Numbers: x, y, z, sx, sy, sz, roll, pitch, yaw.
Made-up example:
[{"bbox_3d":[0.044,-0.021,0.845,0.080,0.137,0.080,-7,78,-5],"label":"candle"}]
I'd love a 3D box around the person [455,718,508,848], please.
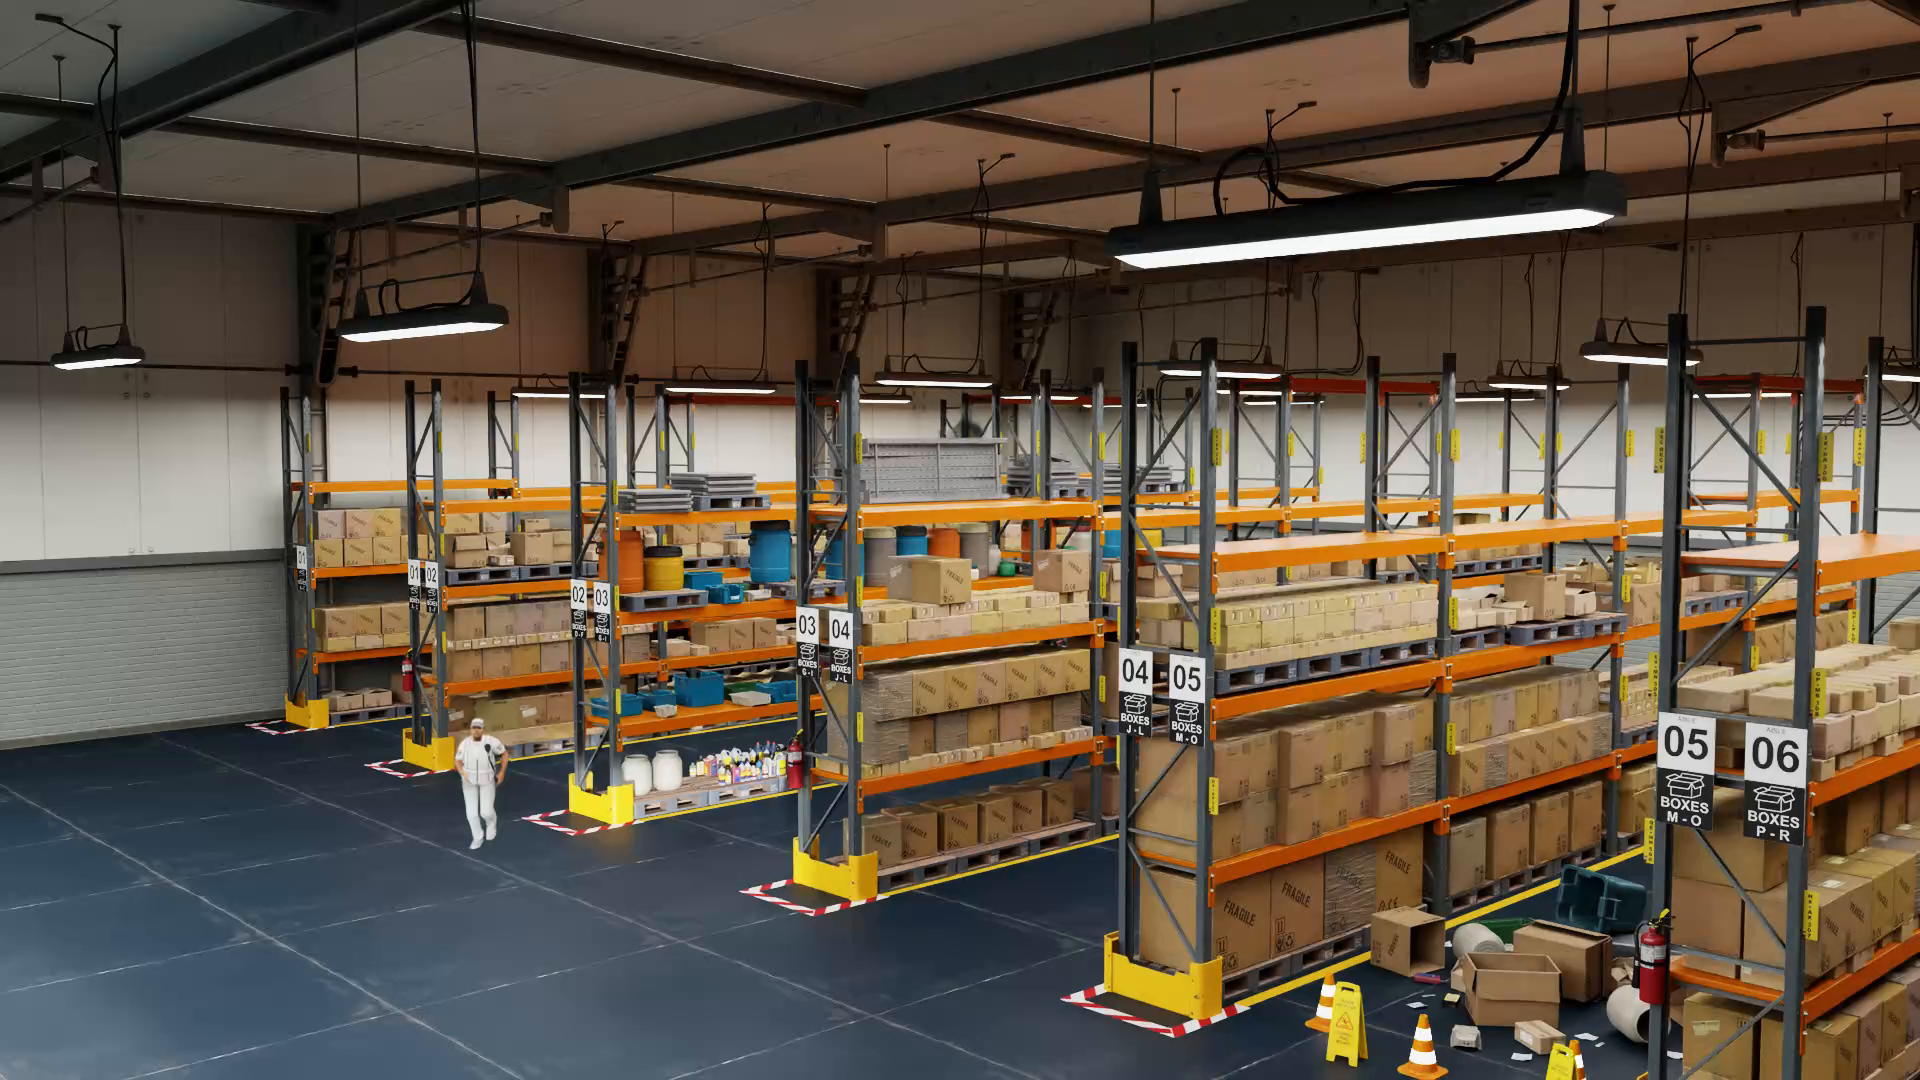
[{"bbox_3d":[-5.983,3.030,20.761,0.634,1.629,0.568,-1,4,-8],"label":"person"}]
